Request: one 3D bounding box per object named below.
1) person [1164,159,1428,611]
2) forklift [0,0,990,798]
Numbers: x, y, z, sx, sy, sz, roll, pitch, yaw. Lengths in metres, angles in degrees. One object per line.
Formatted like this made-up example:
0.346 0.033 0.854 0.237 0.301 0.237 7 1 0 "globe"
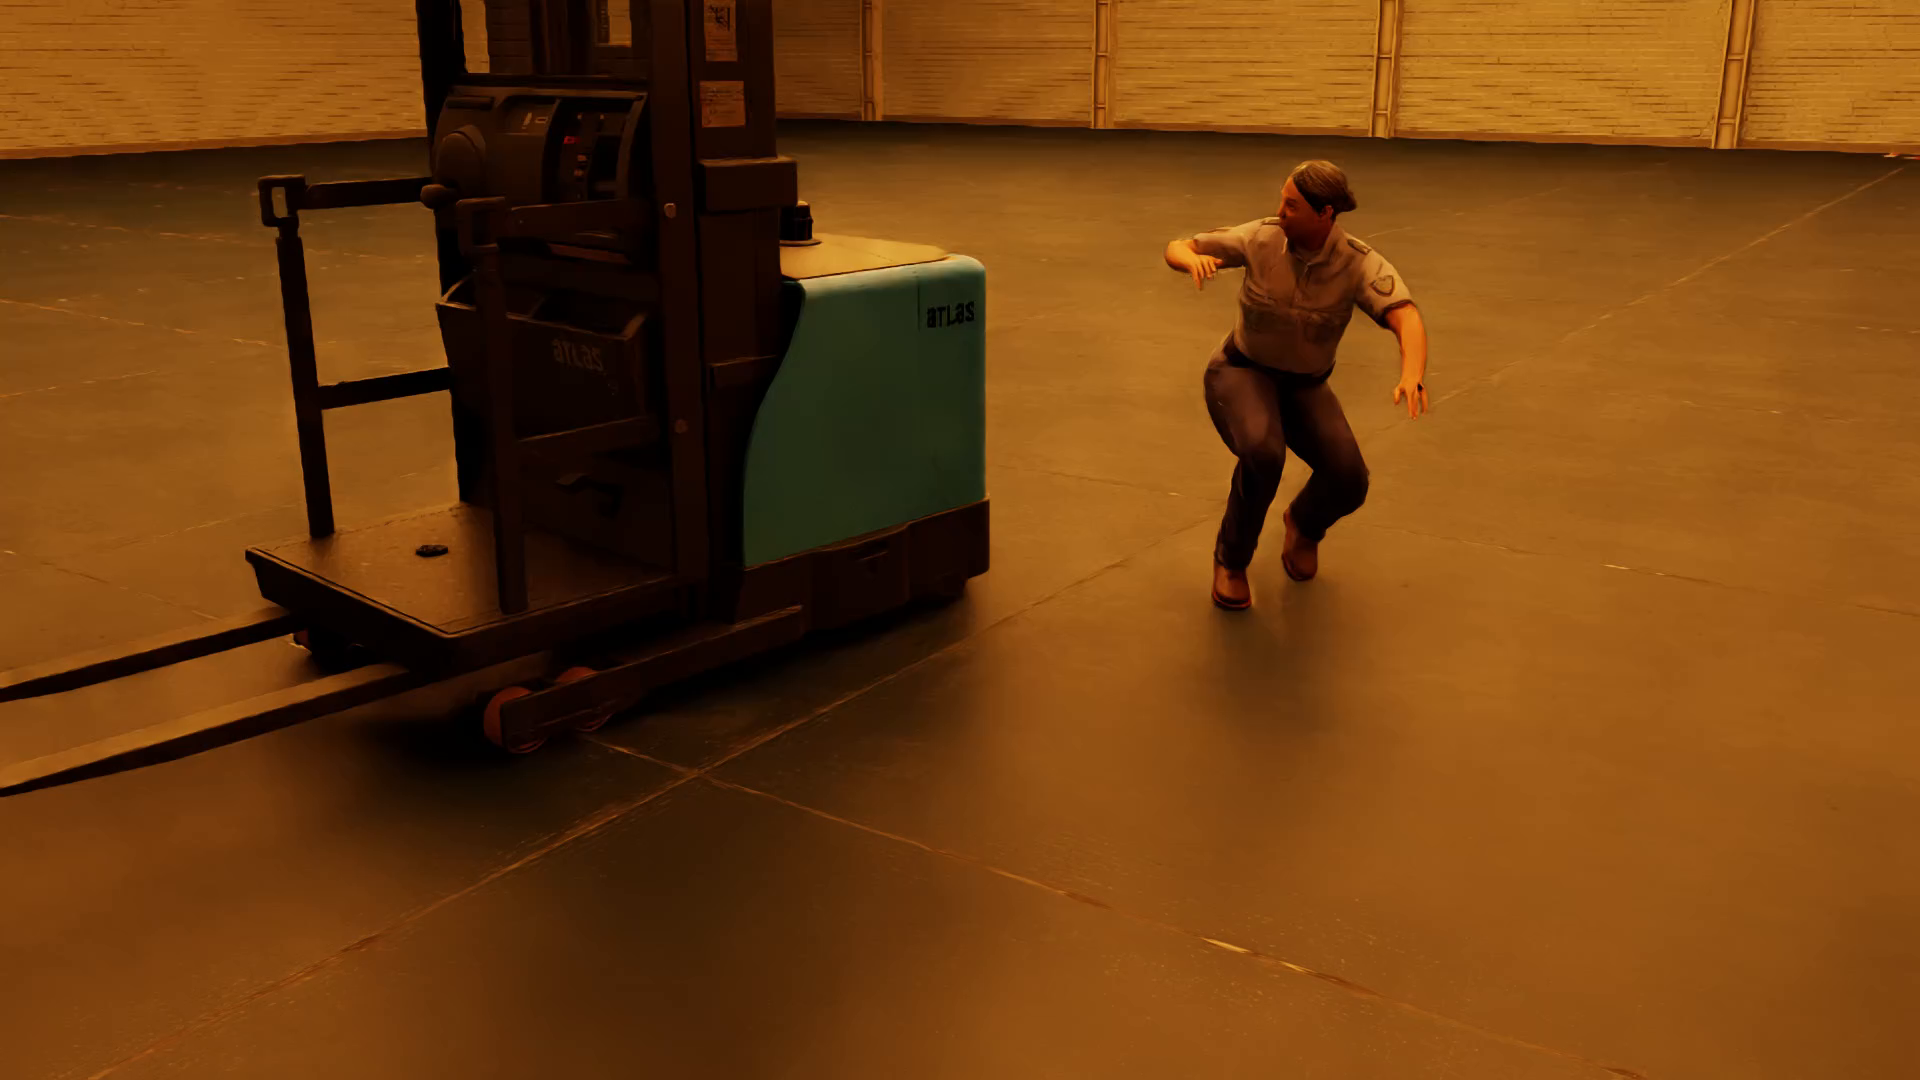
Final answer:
1.014 -0.461 5.137 0.730 1.375 0.922 0 17 -2 "person"
-1.278 -1.034 4.289 1.130 2.935 3.031 15 22 41 "forklift"
